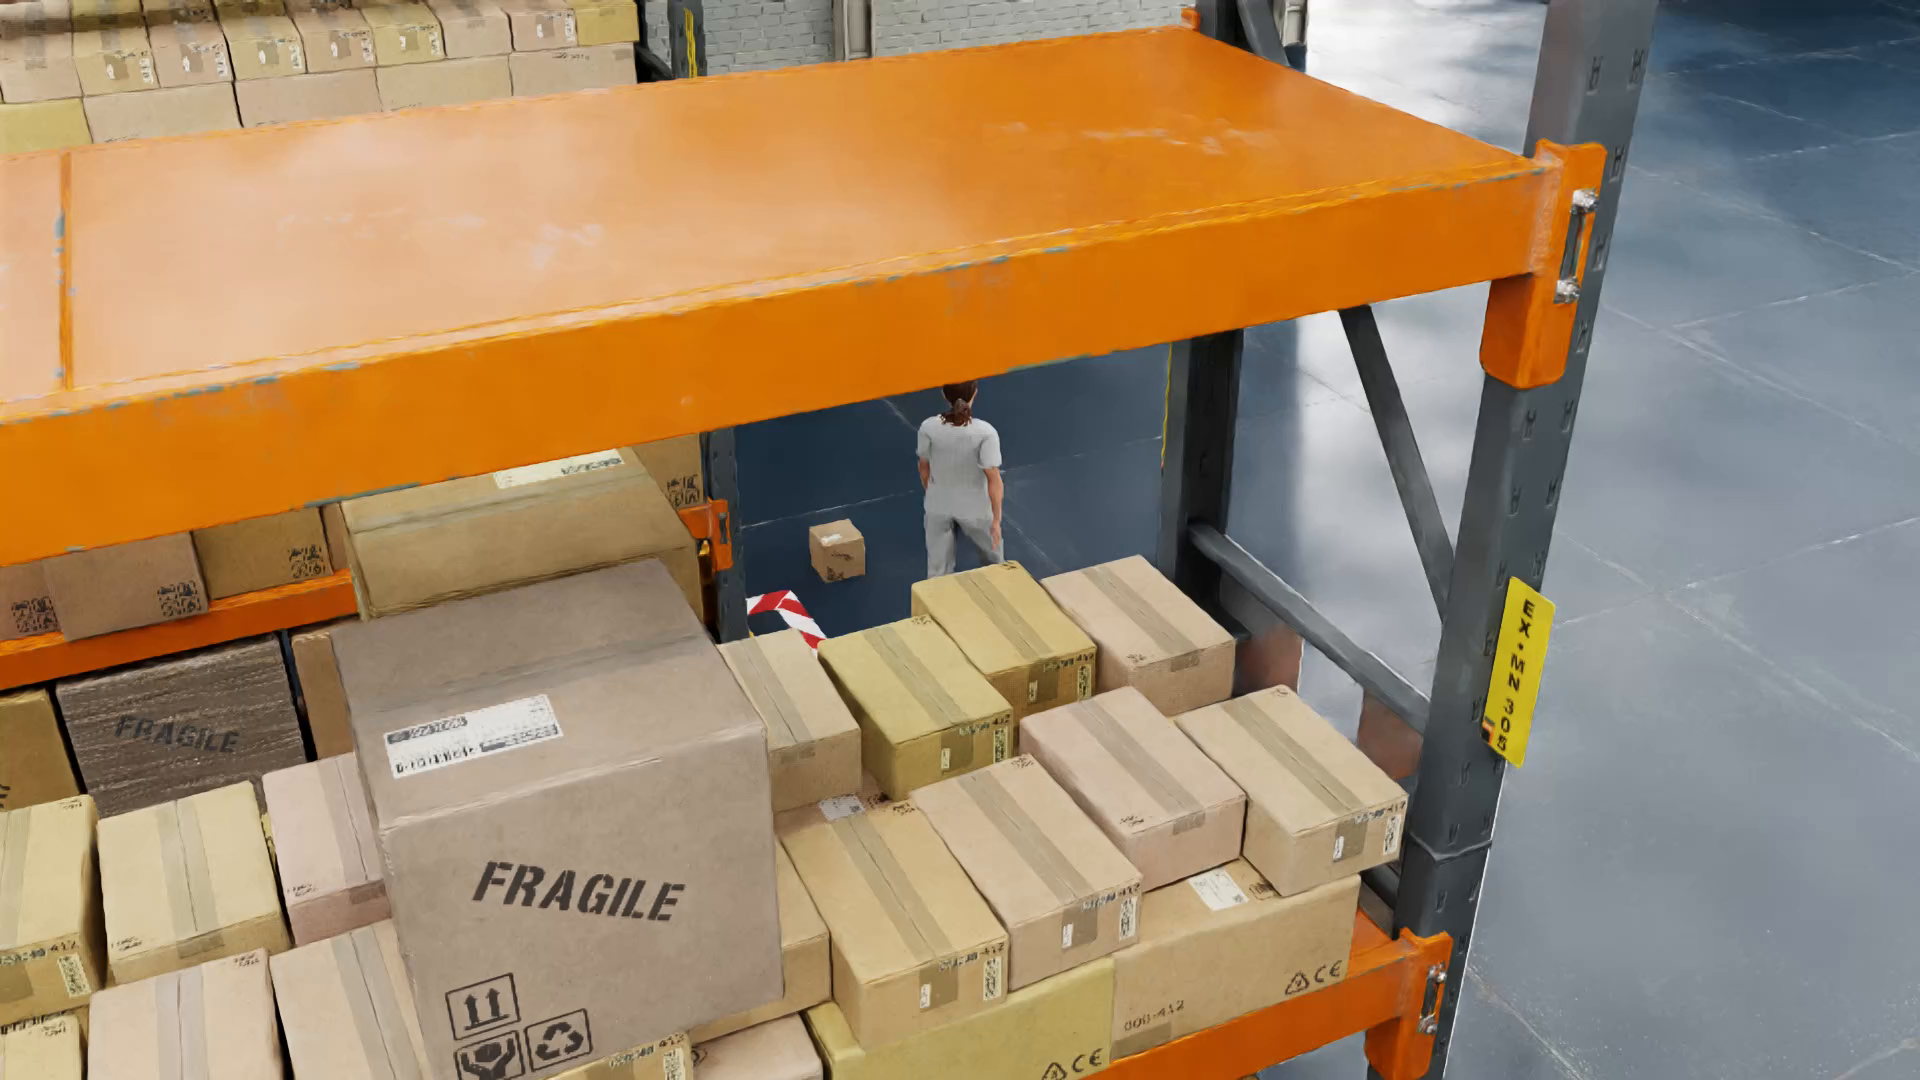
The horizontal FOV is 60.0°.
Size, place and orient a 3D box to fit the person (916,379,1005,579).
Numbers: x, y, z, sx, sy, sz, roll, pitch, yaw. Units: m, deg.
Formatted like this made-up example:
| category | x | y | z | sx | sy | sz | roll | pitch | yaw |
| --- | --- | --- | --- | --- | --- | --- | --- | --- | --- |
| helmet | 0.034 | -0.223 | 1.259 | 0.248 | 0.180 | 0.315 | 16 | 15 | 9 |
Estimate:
| category | x | y | z | sx | sy | sz | roll | pitch | yaw |
| --- | --- | --- | --- | --- | --- | --- | --- | --- | --- |
| person | 0.017 | -0.189 | 8.799 | 0.483 | 1.635 | 0.949 | 3 | 30 | 6 |
